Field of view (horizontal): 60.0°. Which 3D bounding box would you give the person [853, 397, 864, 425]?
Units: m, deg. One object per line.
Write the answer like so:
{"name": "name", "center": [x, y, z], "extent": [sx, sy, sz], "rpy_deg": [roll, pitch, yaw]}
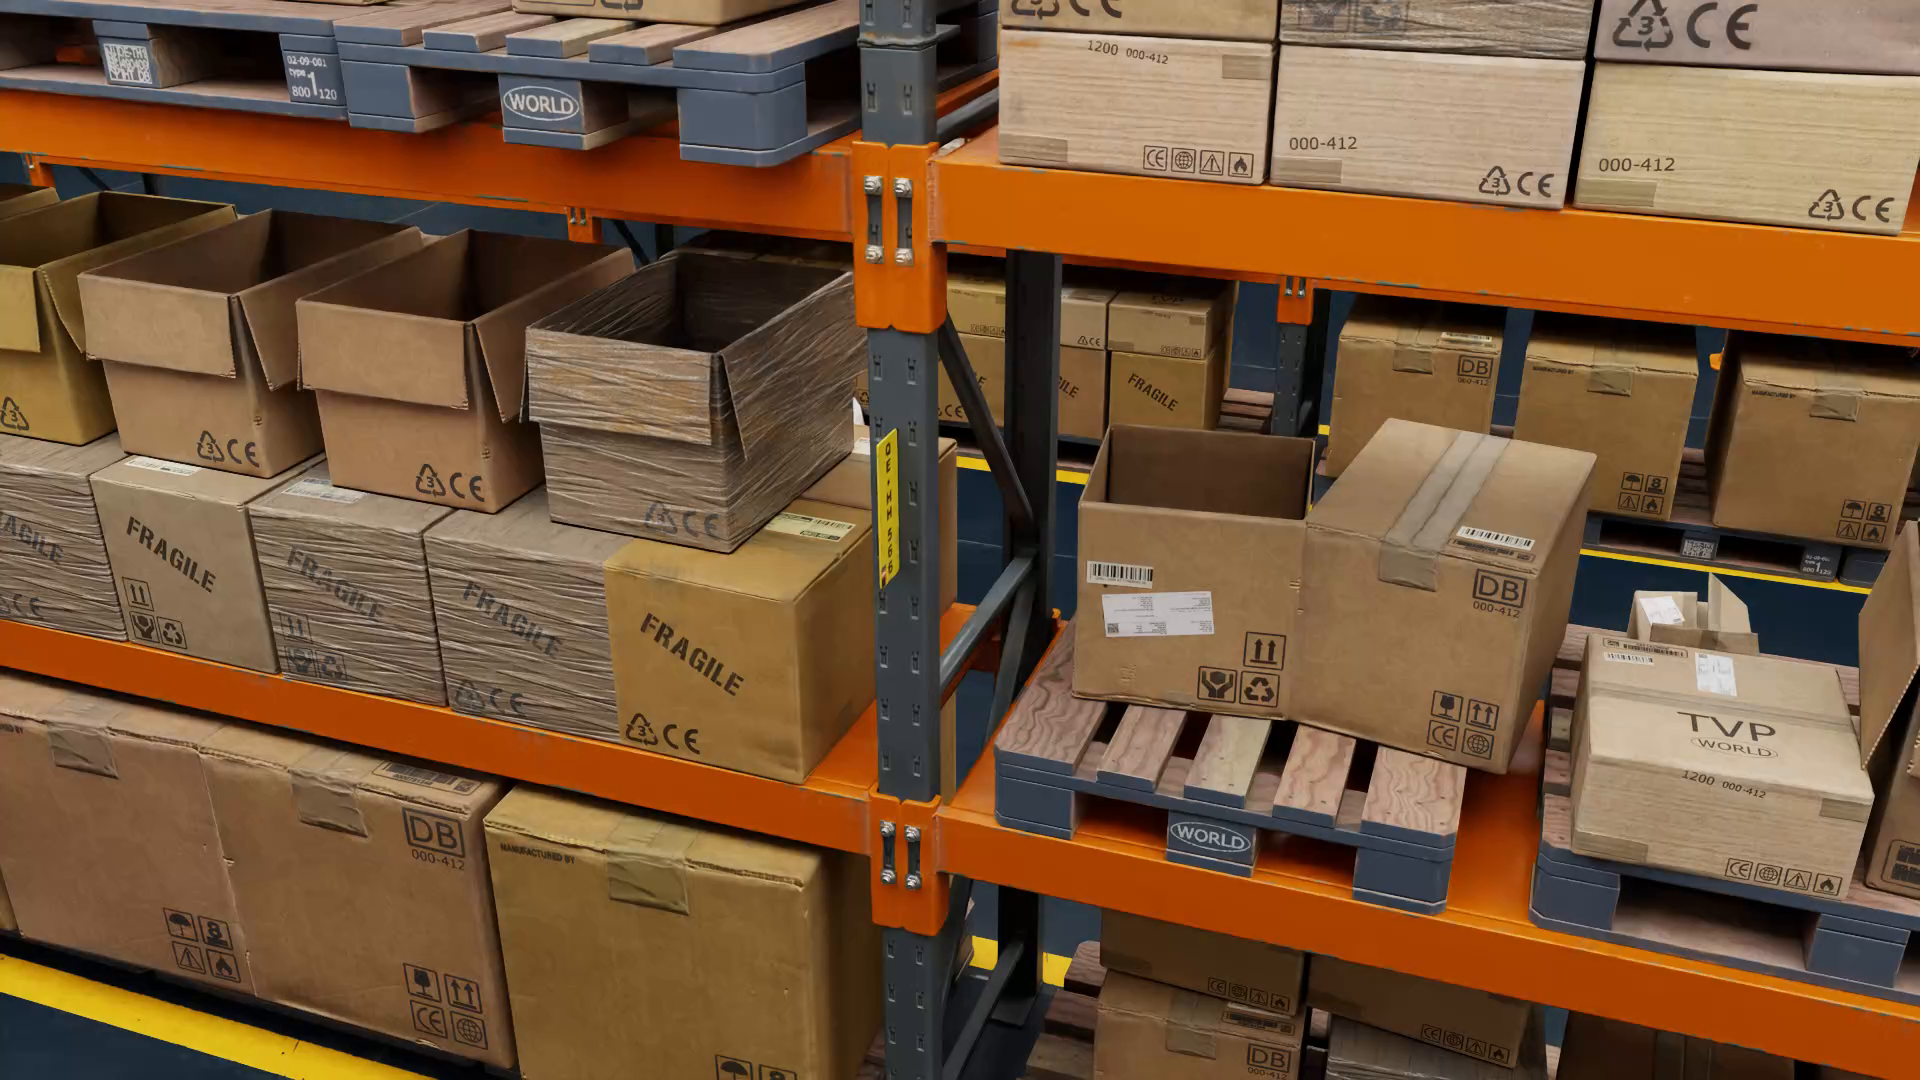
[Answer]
{"name": "person", "center": [-0.936, -0.310, 7.689], "extent": [0.982, 0.960, 0.519], "rpy_deg": [7, 26, 15]}
